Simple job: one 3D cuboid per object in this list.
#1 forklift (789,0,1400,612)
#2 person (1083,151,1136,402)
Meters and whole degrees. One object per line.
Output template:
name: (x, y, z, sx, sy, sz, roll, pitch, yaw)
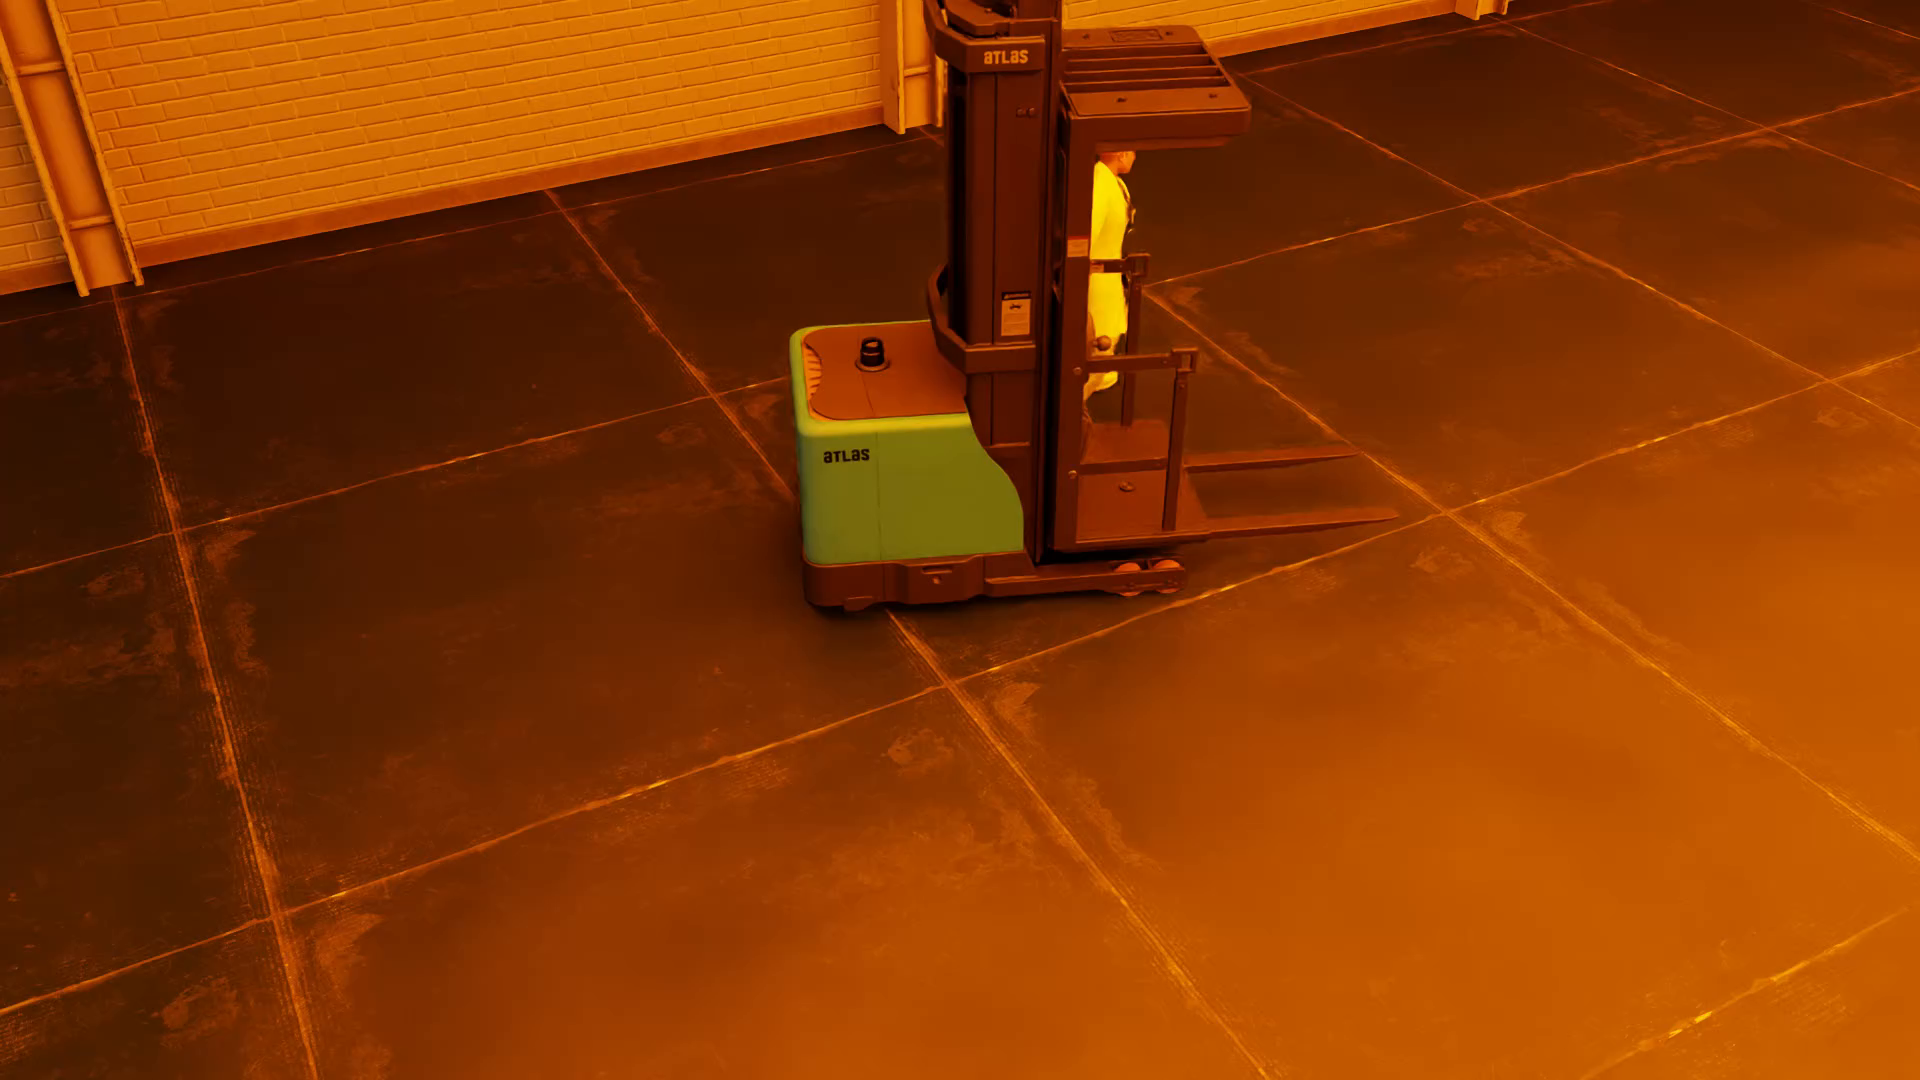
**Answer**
forklift: (0.692, -1.217, 7.844, 3.031, 2.935, 1.130, -4, 35, -6)
person: (0.717, -1.423, 9.204, 0.509, 1.744, 0.912, 6, 36, 8)
